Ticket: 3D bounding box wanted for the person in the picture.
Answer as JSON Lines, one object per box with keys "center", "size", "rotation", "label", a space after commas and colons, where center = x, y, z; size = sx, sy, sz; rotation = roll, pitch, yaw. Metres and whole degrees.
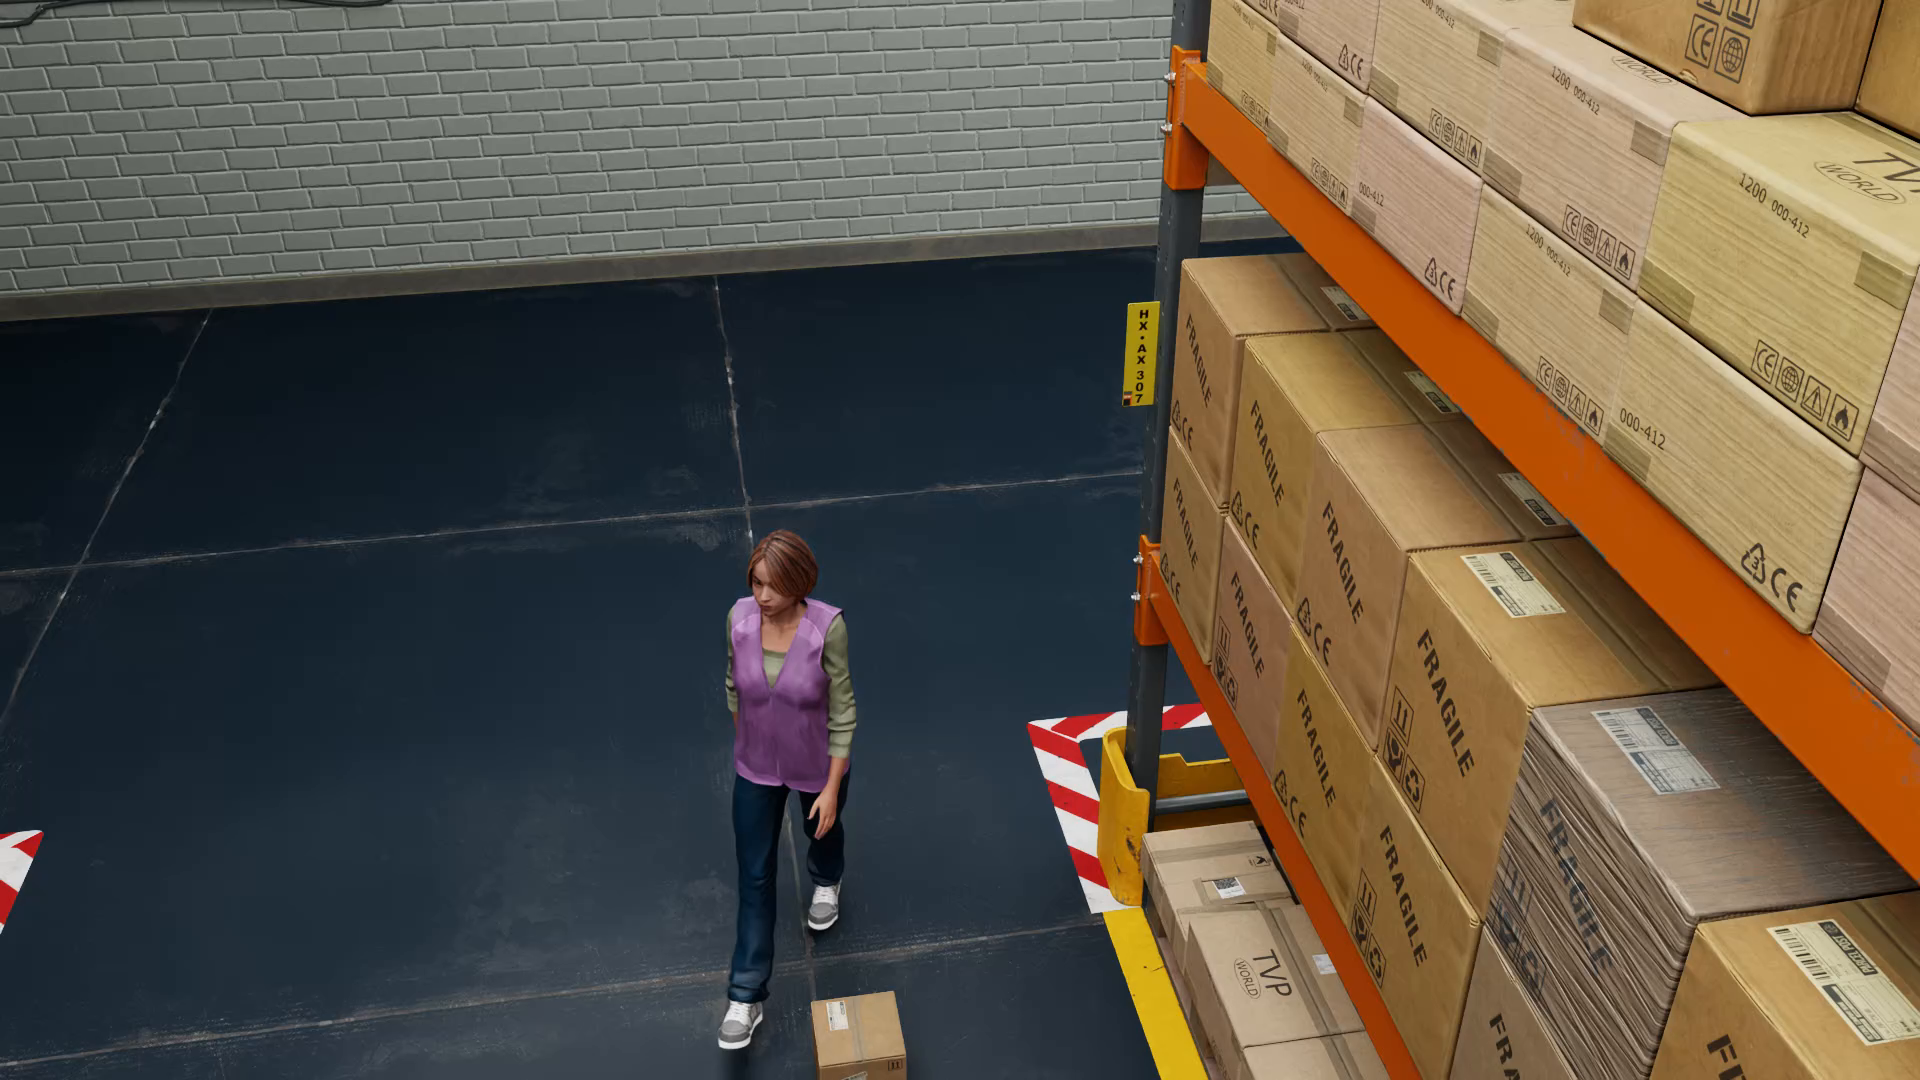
{"center": [-0.513, 0.721, 4.931], "size": [0.417, 1.558, 0.883], "rotation": [2, 31, 4], "label": "person"}
